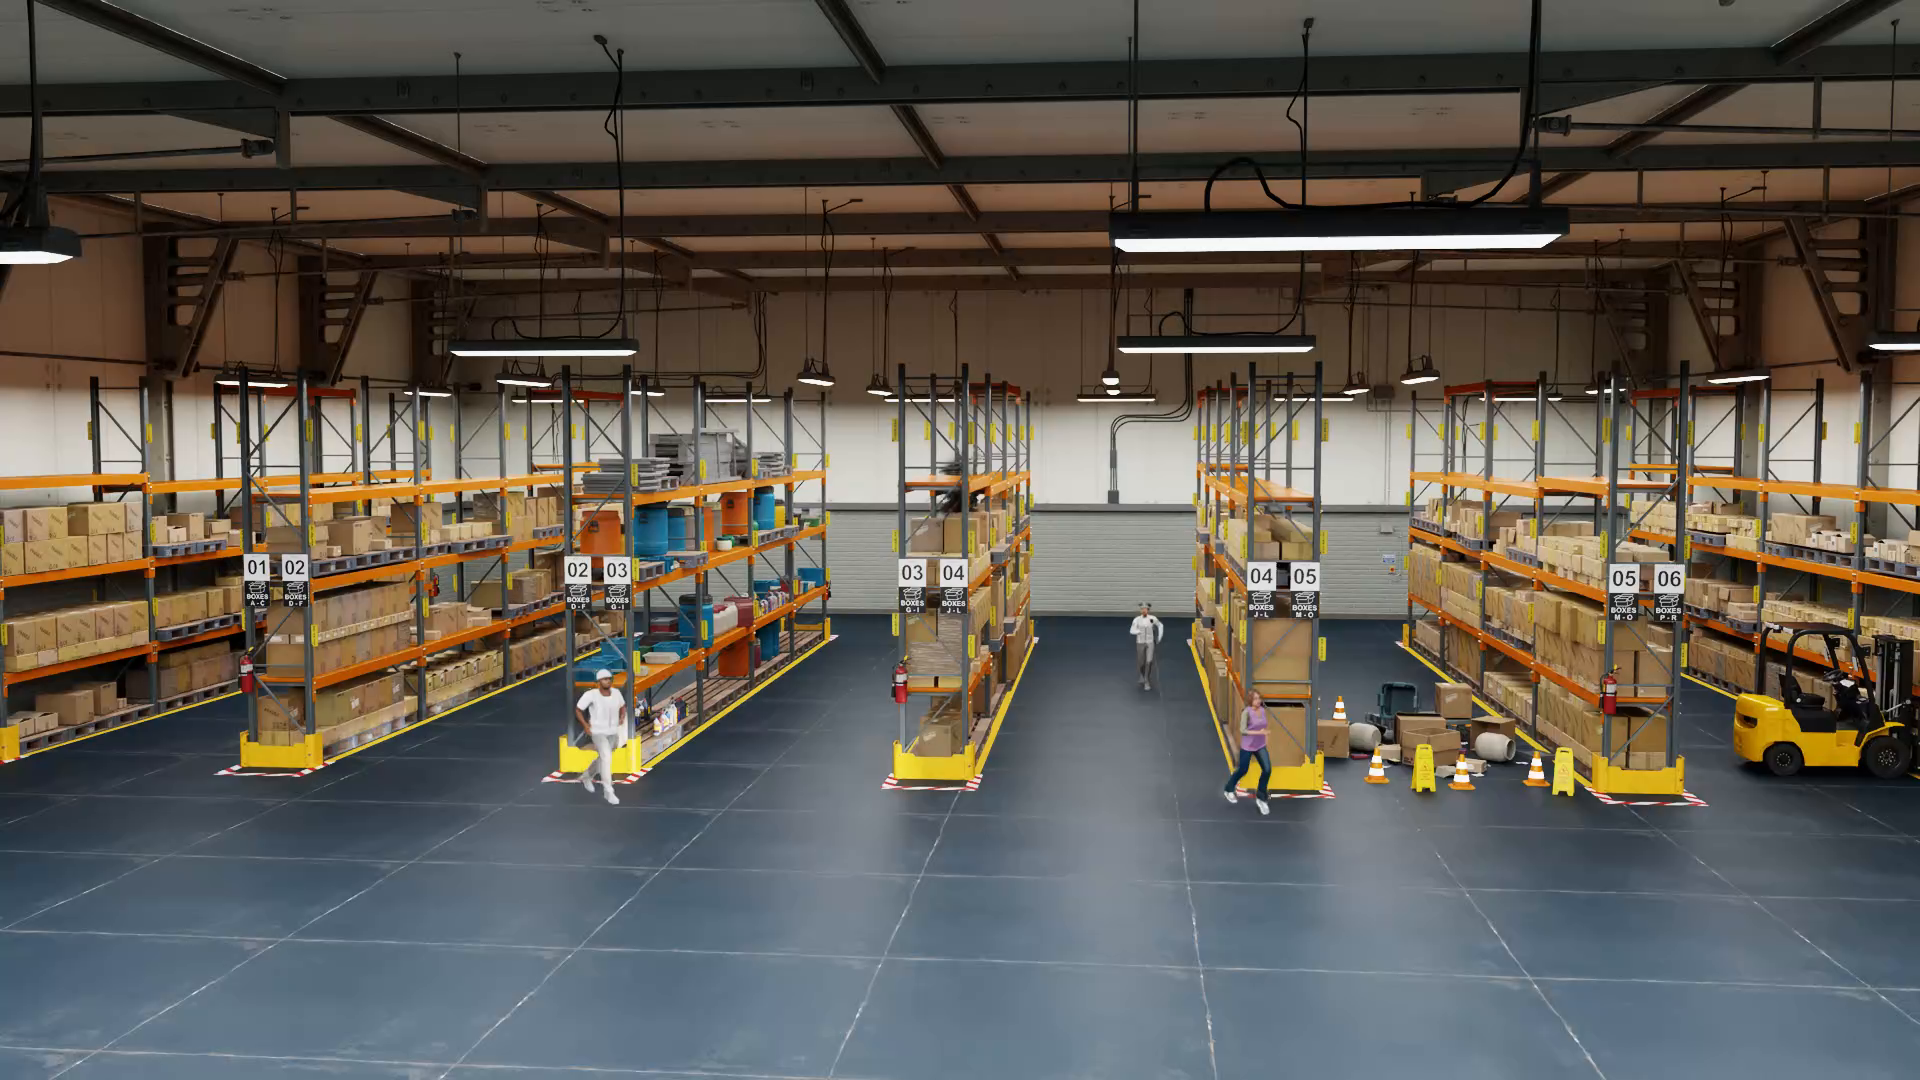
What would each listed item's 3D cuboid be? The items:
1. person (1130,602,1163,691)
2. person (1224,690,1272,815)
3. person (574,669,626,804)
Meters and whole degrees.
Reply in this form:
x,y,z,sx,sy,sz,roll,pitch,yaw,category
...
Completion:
x,y,z,sx,sy,sz,roll,pitch,yaw,category
3.657,2.068,32.681,0.622,1.714,0.896,1,4,12,person
3.873,2.789,22.074,0.547,1.634,0.841,-2,4,-26,person
-4.857,2.636,22.705,0.919,1.776,0.718,3,5,43,person
